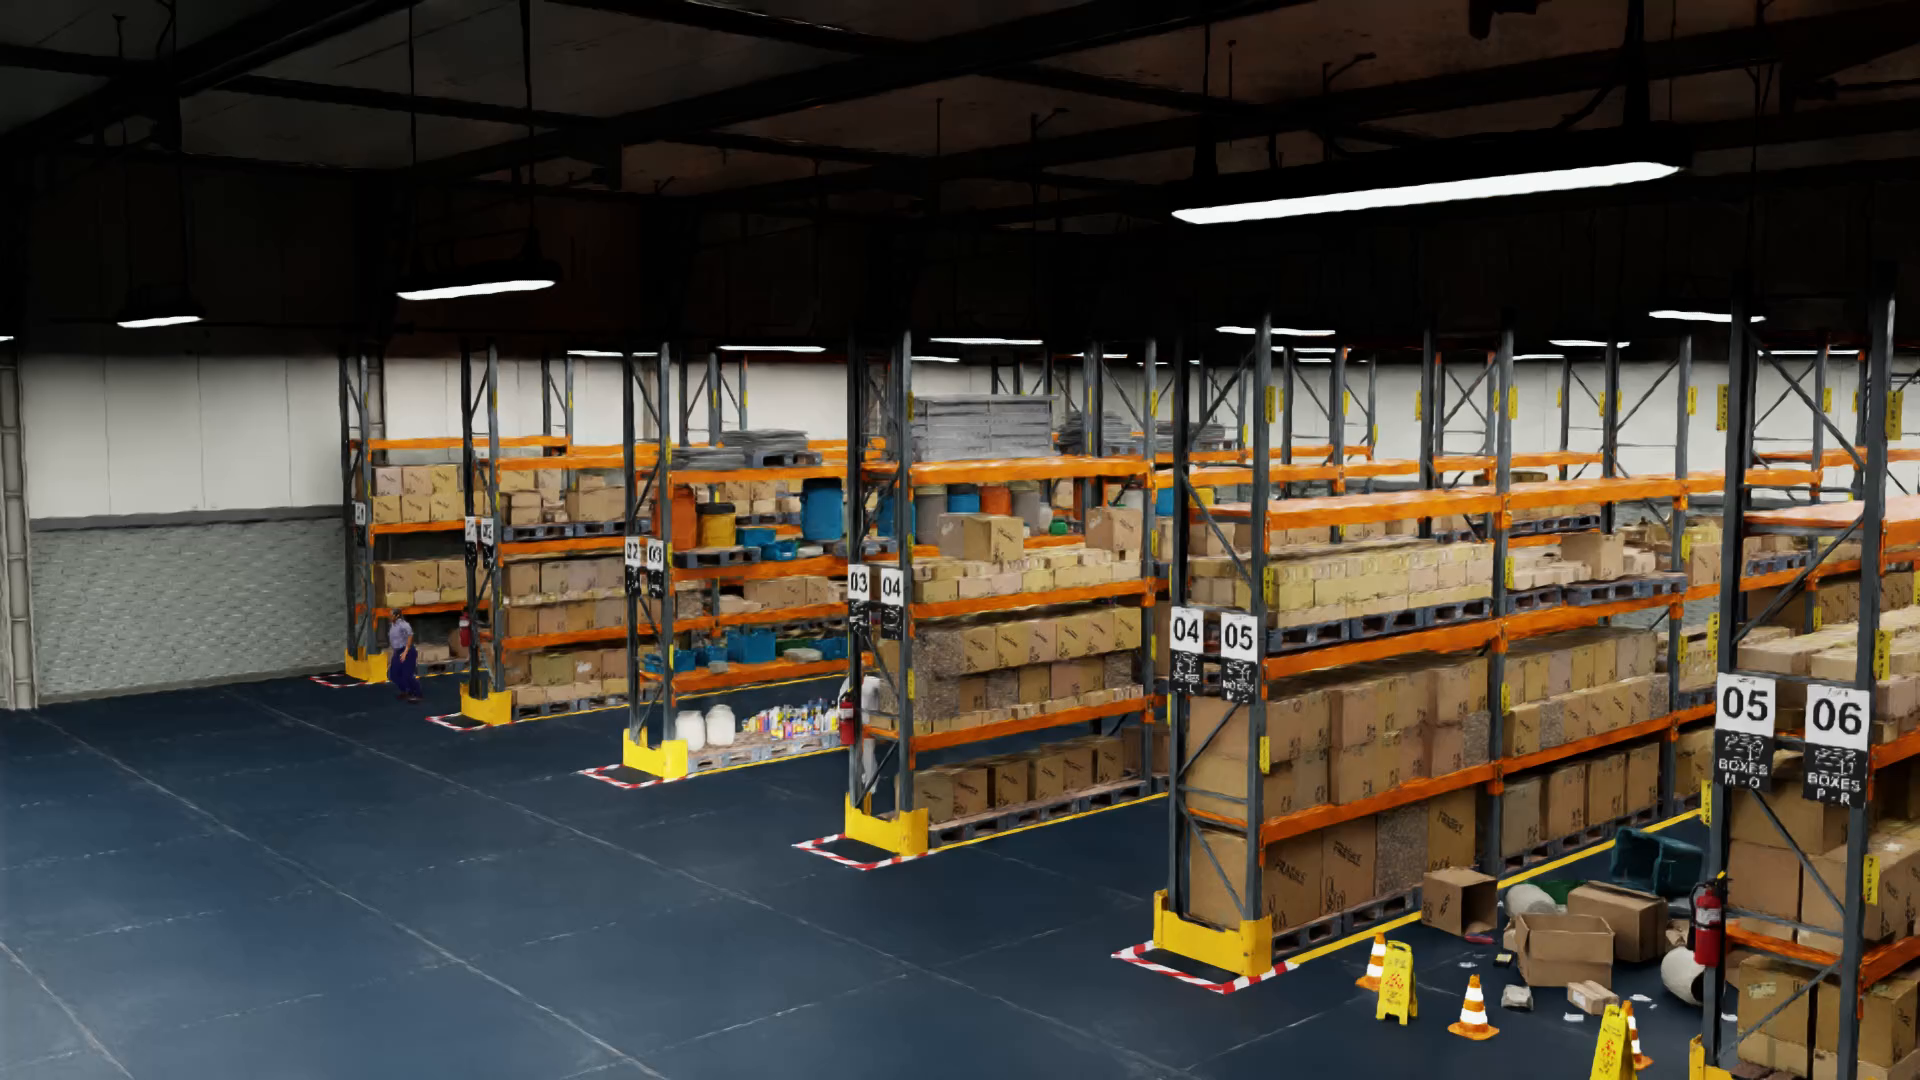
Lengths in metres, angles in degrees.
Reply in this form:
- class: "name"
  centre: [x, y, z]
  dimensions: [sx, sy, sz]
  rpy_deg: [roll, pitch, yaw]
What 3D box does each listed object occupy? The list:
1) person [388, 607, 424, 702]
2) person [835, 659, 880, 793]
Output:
- class: "person"
  centre: [-9.263, 1.896, 27.722]
  dimensions: [0.513, 1.594, 0.626]
  rpy_deg: [-5, 7, -43]
- class: "person"
  centre: [-1.211, 2.370, 21.556]
  dimensions: [0.735, 1.712, 0.905]
  rpy_deg: [3, 6, 32]
